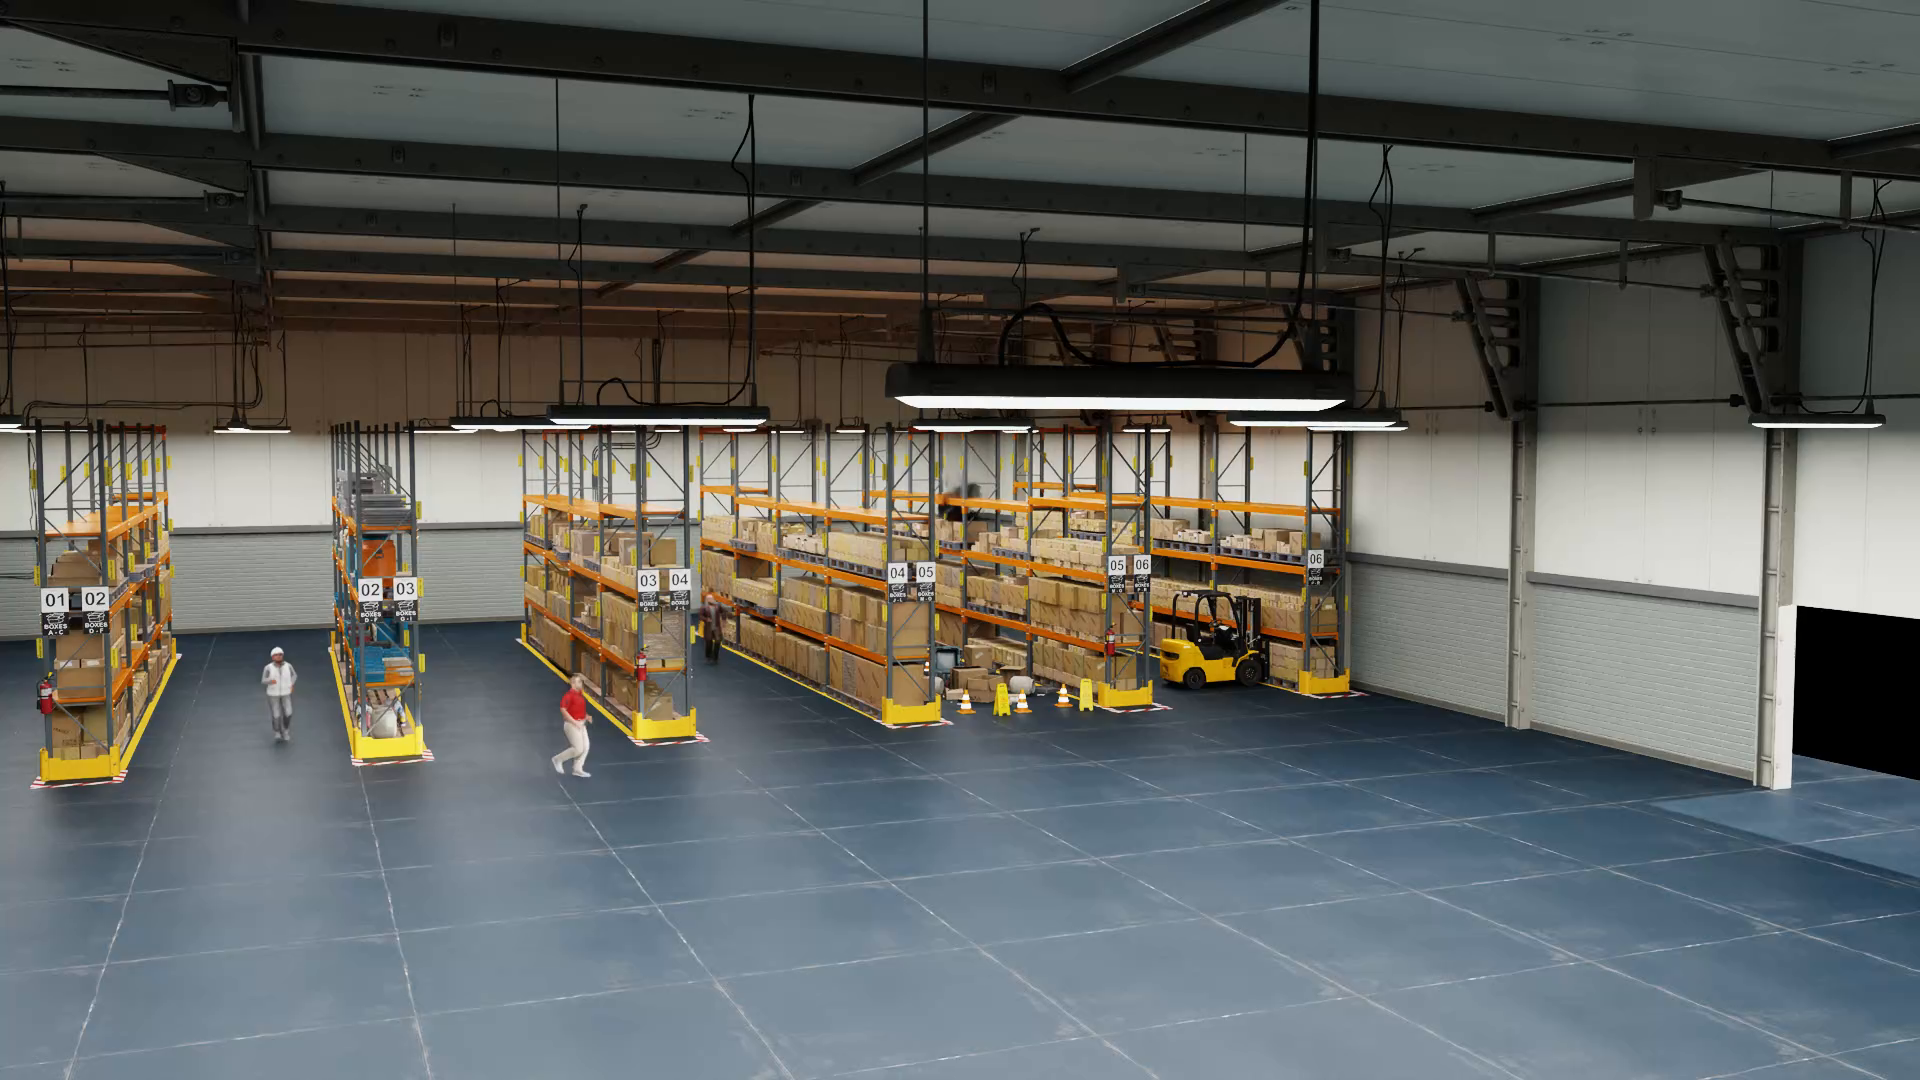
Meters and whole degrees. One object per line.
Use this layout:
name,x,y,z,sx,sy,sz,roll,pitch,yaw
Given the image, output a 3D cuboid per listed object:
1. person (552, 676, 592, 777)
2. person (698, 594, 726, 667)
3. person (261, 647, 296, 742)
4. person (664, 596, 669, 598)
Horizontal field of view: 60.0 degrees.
person,-6.505,3.135,27.983,0.578,1.707,0.685,0,4,7
person,-6.195,2.264,41.597,0.723,1.820,0.826,-1,4,-15
person,-12.700,2.906,31.075,0.640,1.789,0.669,-2,4,-29
person,-8.720,1.923,48.061,0.664,1.646,0.641,2,4,34
